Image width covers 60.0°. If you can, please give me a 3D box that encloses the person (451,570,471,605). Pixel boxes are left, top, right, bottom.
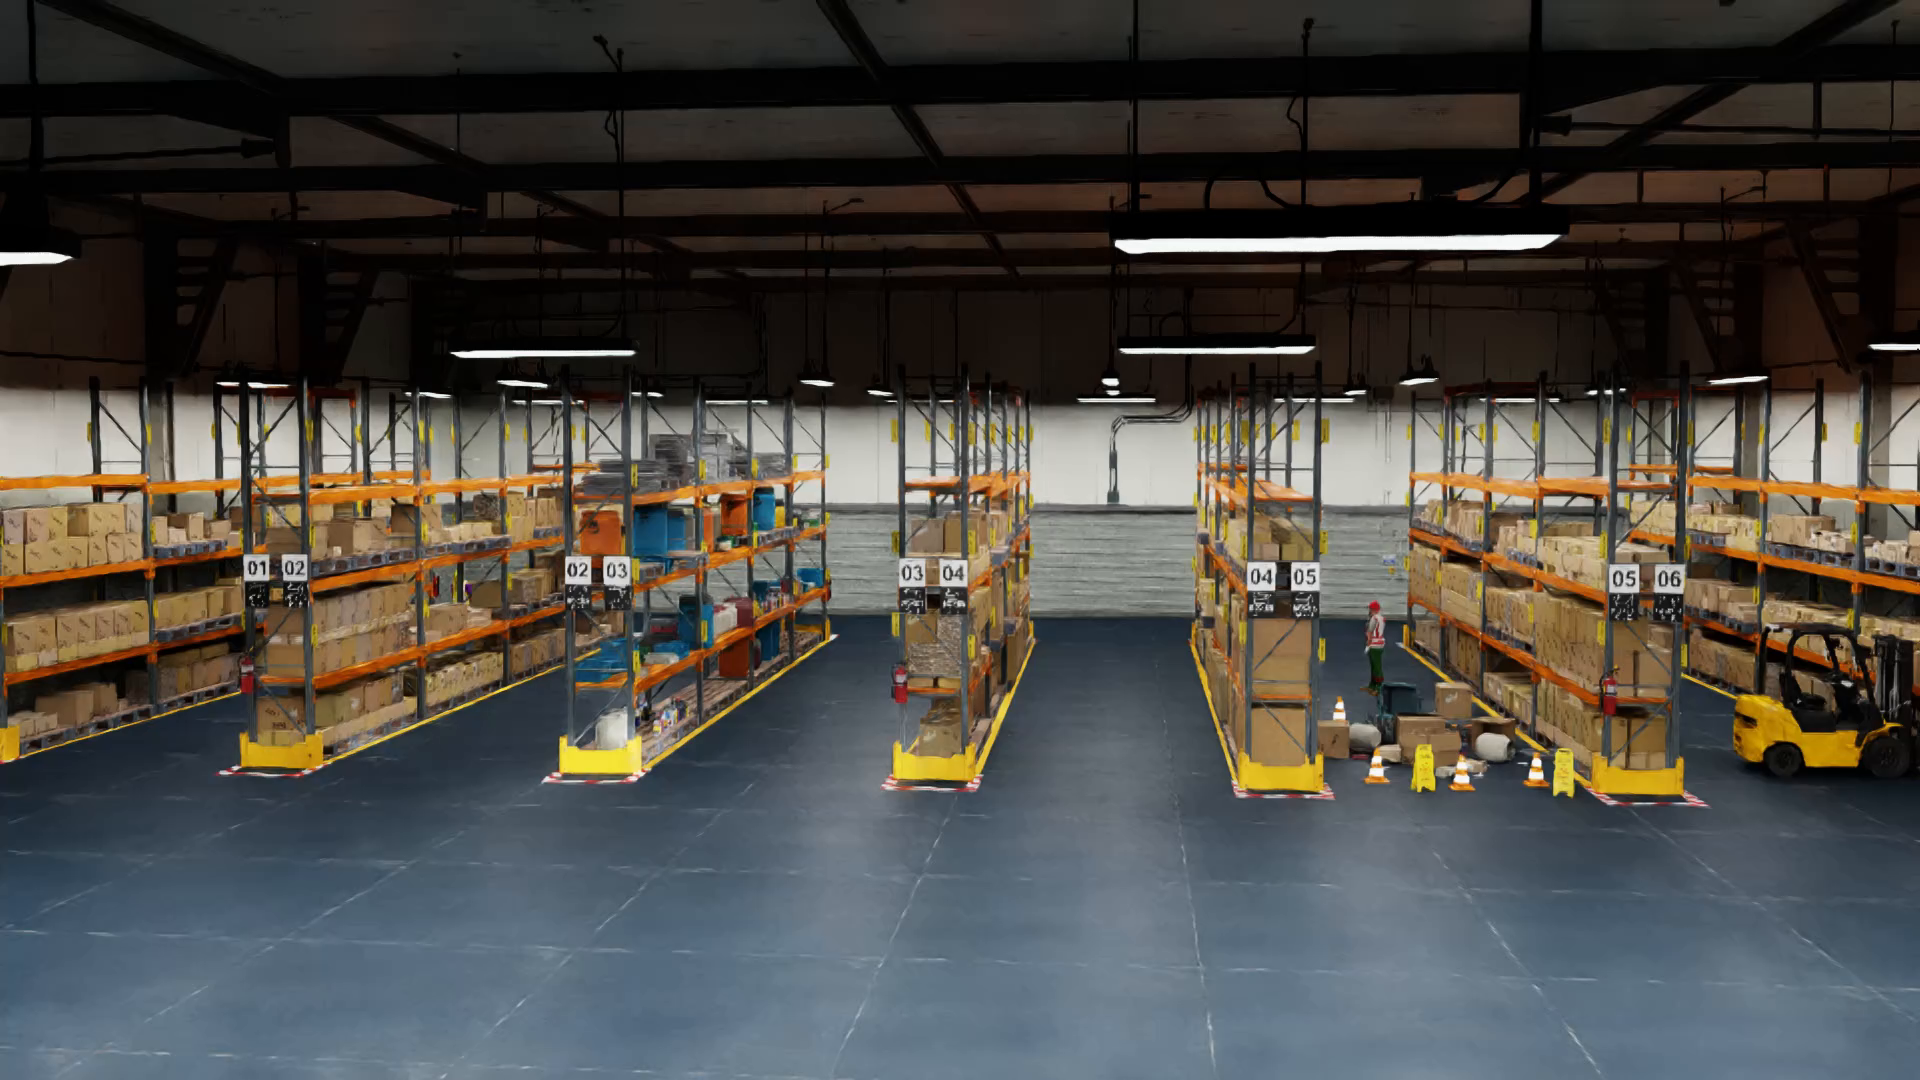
[{"bbox_3d":[-12.112,1.554,40.413,0.589,1.716,1.043,0,4,4],"label":"person"}]

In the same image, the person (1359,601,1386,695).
[{"bbox_3d":[7.909,2.050,31.853,0.577,1.785,0.655,2,4,33],"label":"person"}]

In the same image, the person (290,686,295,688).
[{"bbox_3d":[-11.602,2.254,29.419,0.712,1.733,0.546,0,4,4],"label":"person"}]
